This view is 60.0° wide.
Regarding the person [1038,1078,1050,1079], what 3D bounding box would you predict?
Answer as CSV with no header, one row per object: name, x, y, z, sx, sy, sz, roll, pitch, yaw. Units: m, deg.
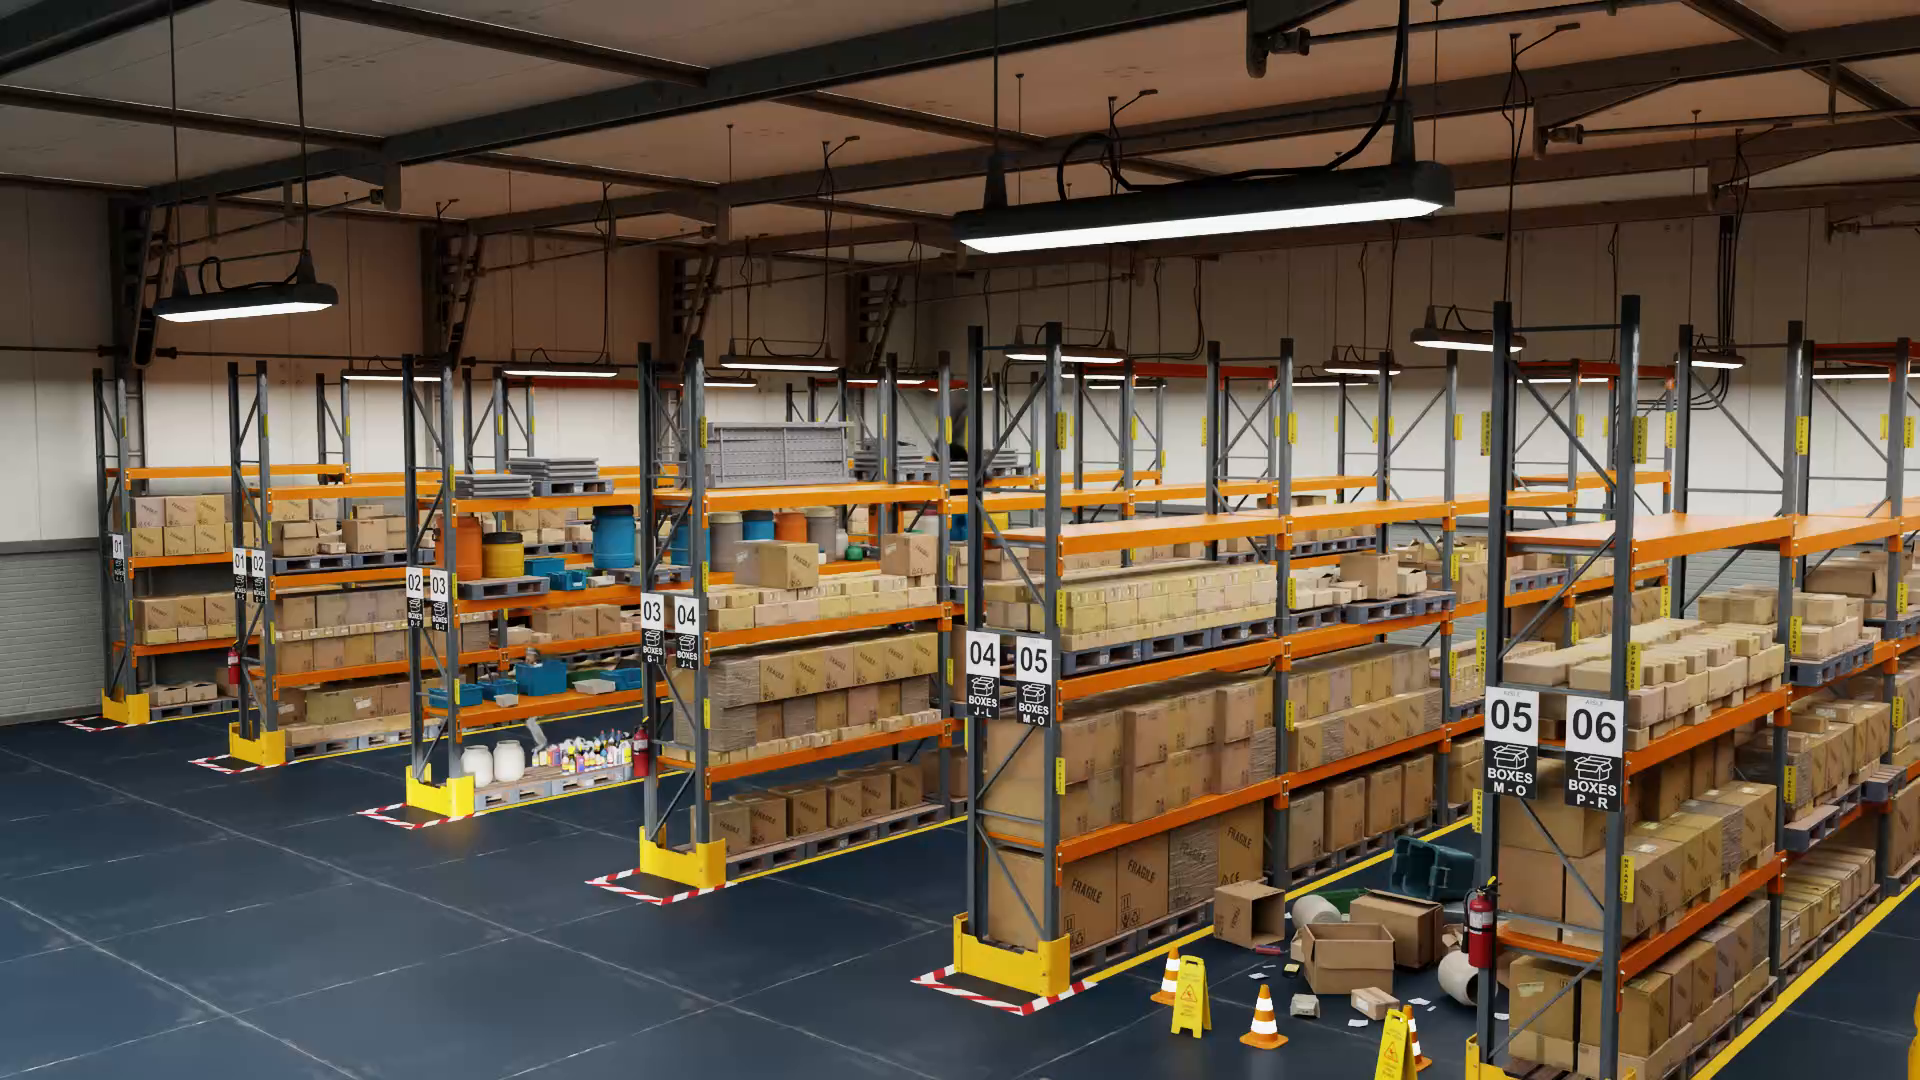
person,0.433,3.671,8.732,0.690,1.857,0.982,0,4,3

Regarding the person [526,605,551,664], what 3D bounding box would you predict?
person,-7.763,2.056,30.957,0.550,1.729,0.780,3,5,34

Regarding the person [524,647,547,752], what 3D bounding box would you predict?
person,-6.565,2.453,25.464,0.618,1.663,0.597,2,5,24
